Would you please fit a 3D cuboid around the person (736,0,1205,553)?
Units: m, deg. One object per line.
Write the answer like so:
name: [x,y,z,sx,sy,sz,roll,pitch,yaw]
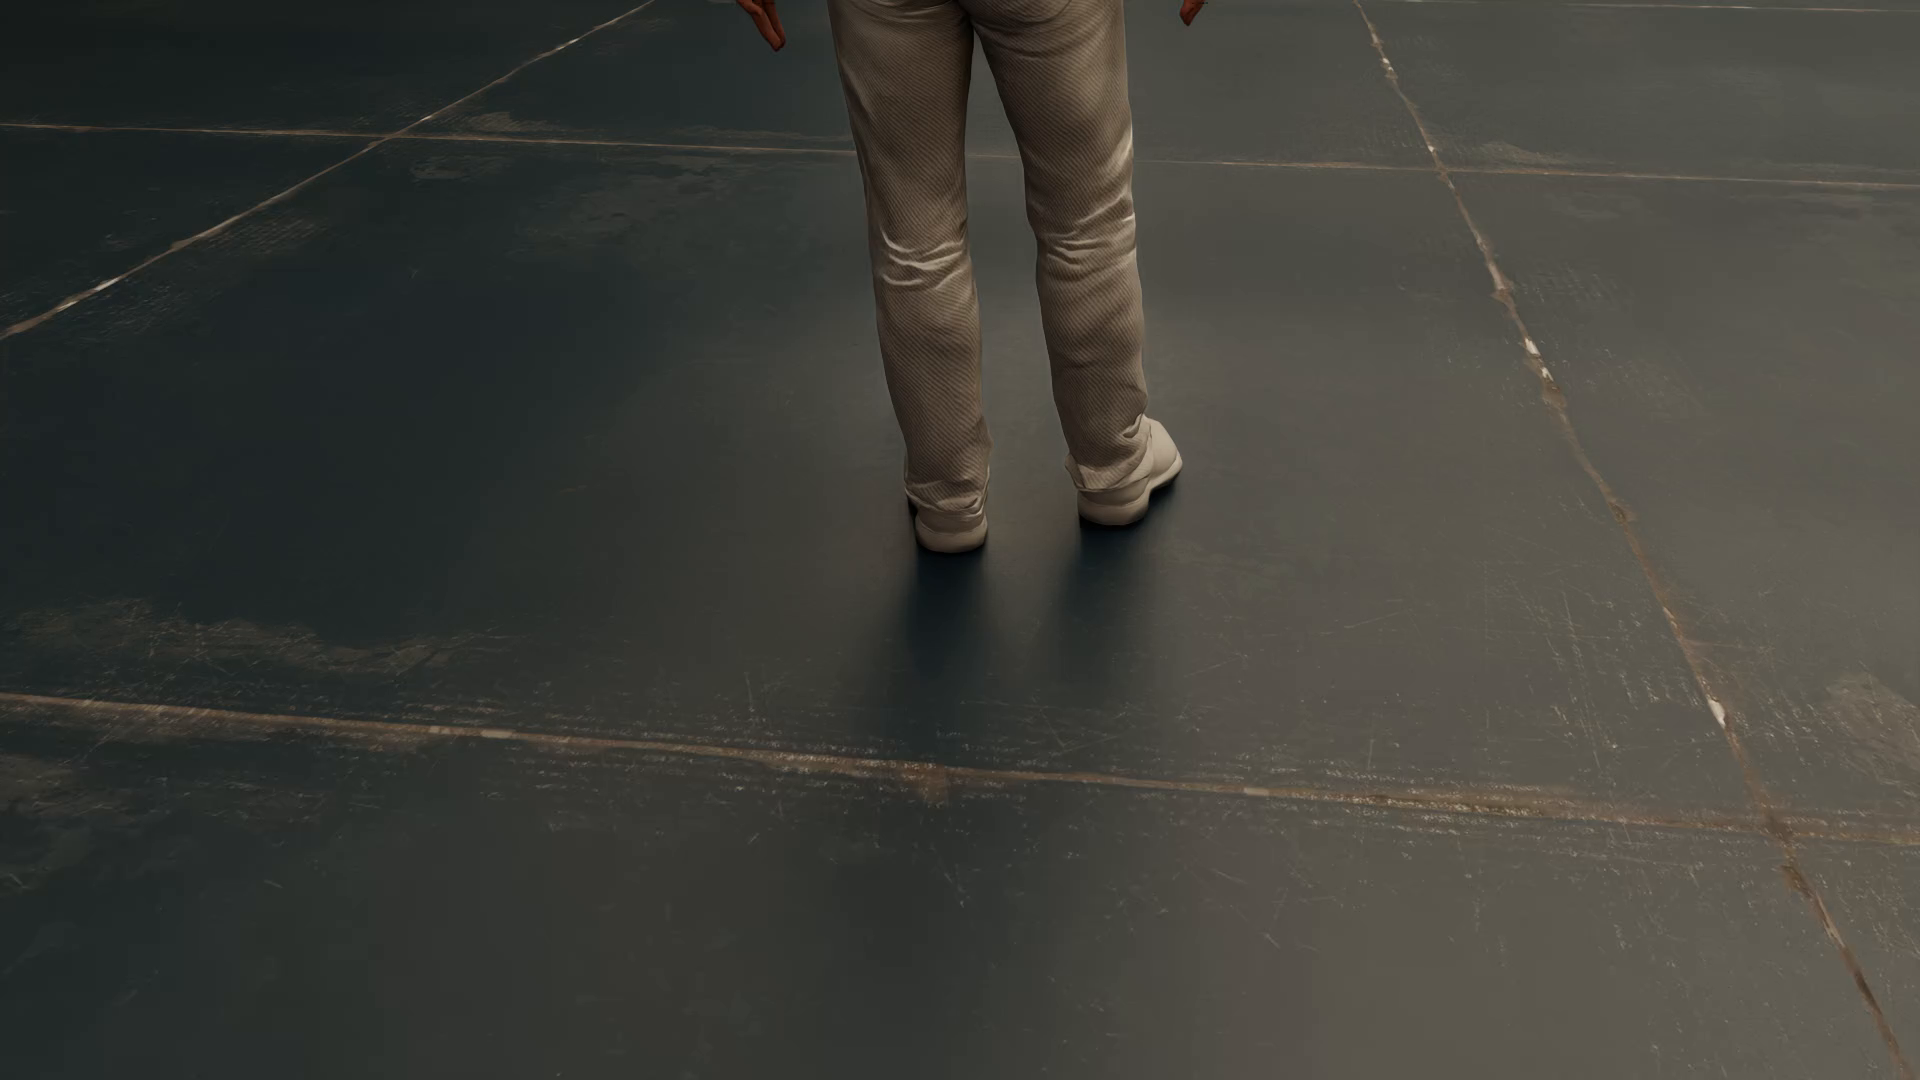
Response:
person: [0.014,-0.827,2.164,0.666,1.768,0.575,3,27,7]
